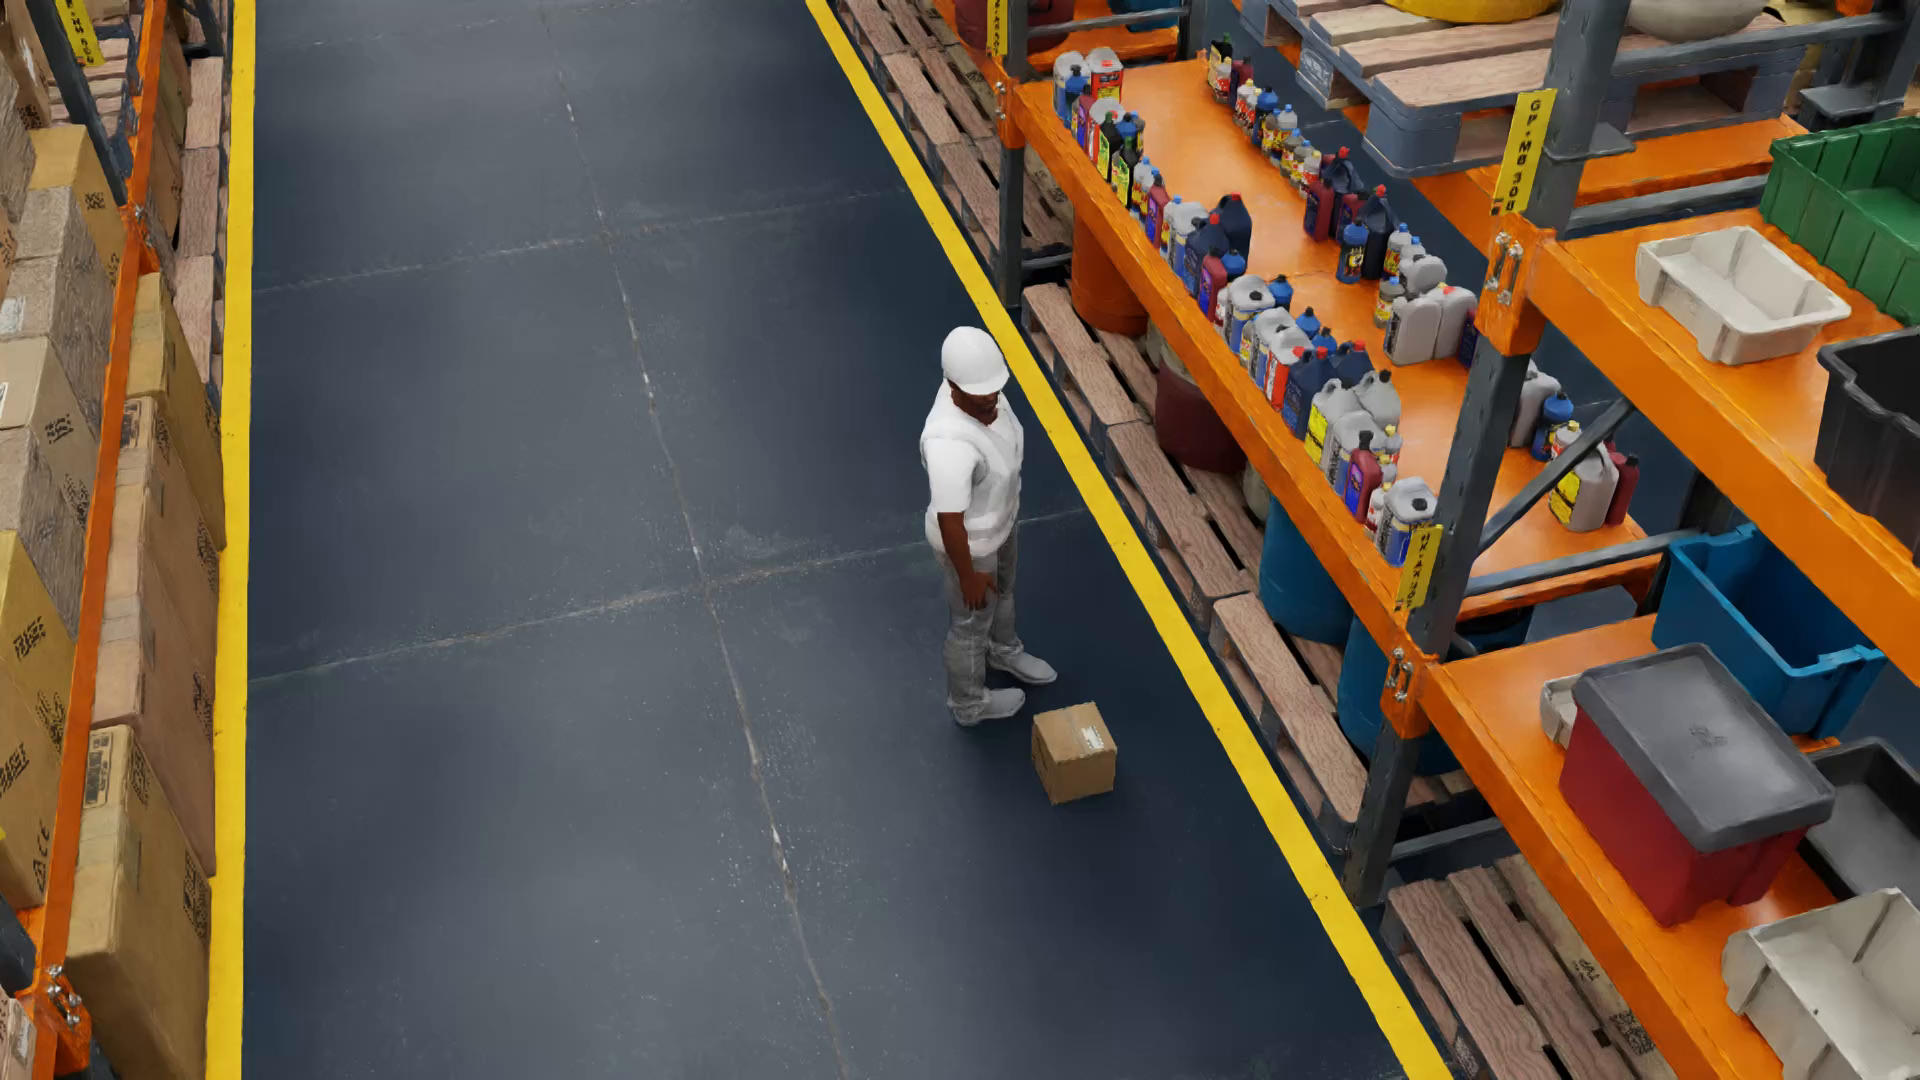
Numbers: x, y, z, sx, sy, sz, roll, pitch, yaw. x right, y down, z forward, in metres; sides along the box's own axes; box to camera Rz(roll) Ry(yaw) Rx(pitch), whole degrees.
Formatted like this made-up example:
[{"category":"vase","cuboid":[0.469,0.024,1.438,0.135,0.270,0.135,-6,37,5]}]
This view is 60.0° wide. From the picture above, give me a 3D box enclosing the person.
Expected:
[{"category":"person","cuboid":[0.120,-0.036,6.160,0.490,1.767,0.614,12,43,13]}]
